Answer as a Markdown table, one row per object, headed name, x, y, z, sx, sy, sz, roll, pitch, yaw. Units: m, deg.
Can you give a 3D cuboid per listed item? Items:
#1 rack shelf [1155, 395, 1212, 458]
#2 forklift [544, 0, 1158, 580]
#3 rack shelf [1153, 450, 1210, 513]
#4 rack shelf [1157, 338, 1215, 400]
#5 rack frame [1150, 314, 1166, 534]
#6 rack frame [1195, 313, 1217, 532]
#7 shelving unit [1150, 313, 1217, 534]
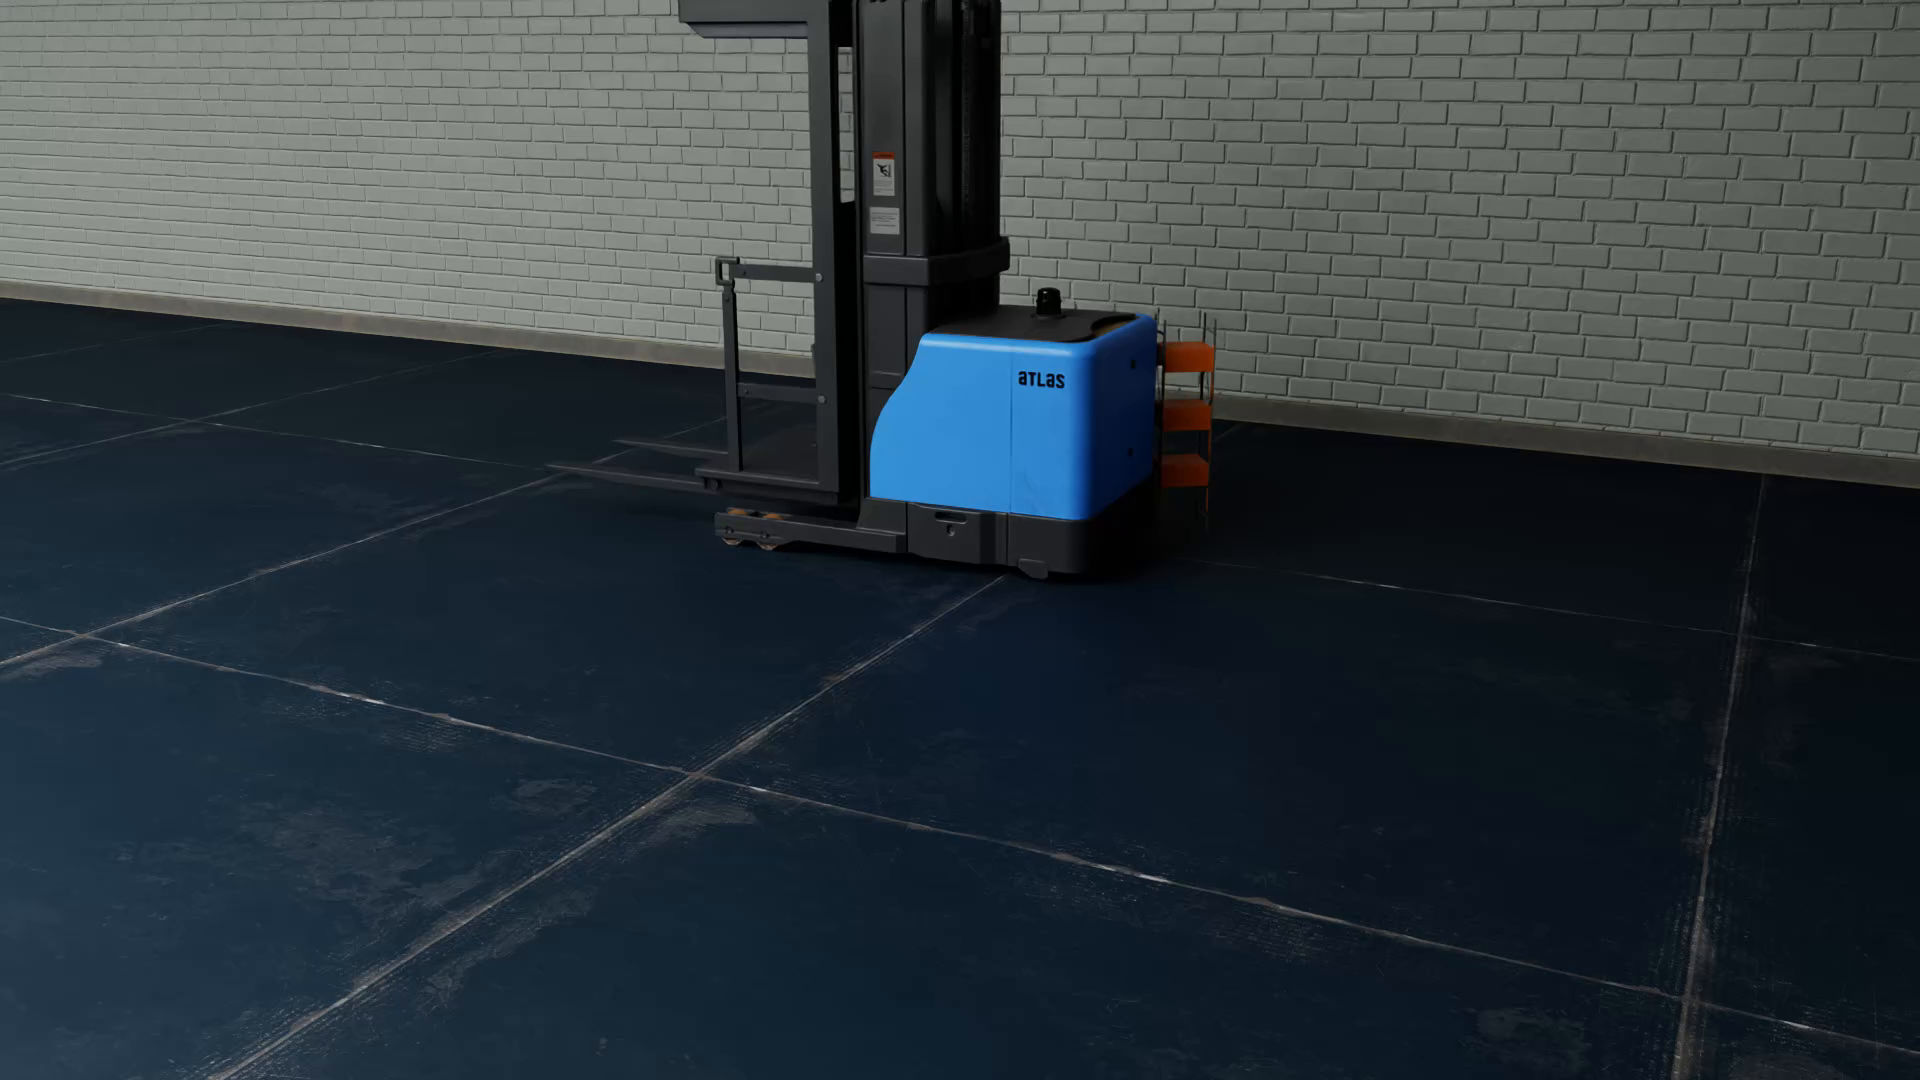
| name | x | y | z | sx | sy | sz | roll | pitch | yaw |
| --- | --- | --- | --- | --- | --- | --- | --- | --- | --- |
| rack shelf | 1.075 | -0.554 | 8.082 | 0.240 | 0.259 | 0.215 | -2 | 17 | -7 |
| forklift | -0.618 | -1.489 | 7.890 | 3.031 | 2.935 | 1.130 | 7 | 18 | 23 |
| rack shelf | 1.075 | -0.287 | 8.162 | 0.240 | 0.259 | 0.215 | -2 | 17 | -7 |
| rack shelf | 1.075 | -0.826 | 8.002 | 0.240 | 0.259 | 0.215 | -2 | 17 | -7 |
| rack frame | 0.954 | -0.560 | 8.064 | 0.008 | 1.050 | 0.200 | -2 | 17 | -7 |
| rack frame | 1.196 | -0.569 | 8.095 | 0.008 | 1.050 | 0.200 | -2 | 17 | -7 |
| shelving unit | 1.075 | -0.564 | 8.079 | 0.252 | 1.050 | 0.215 | -2 | 17 | -7 |
